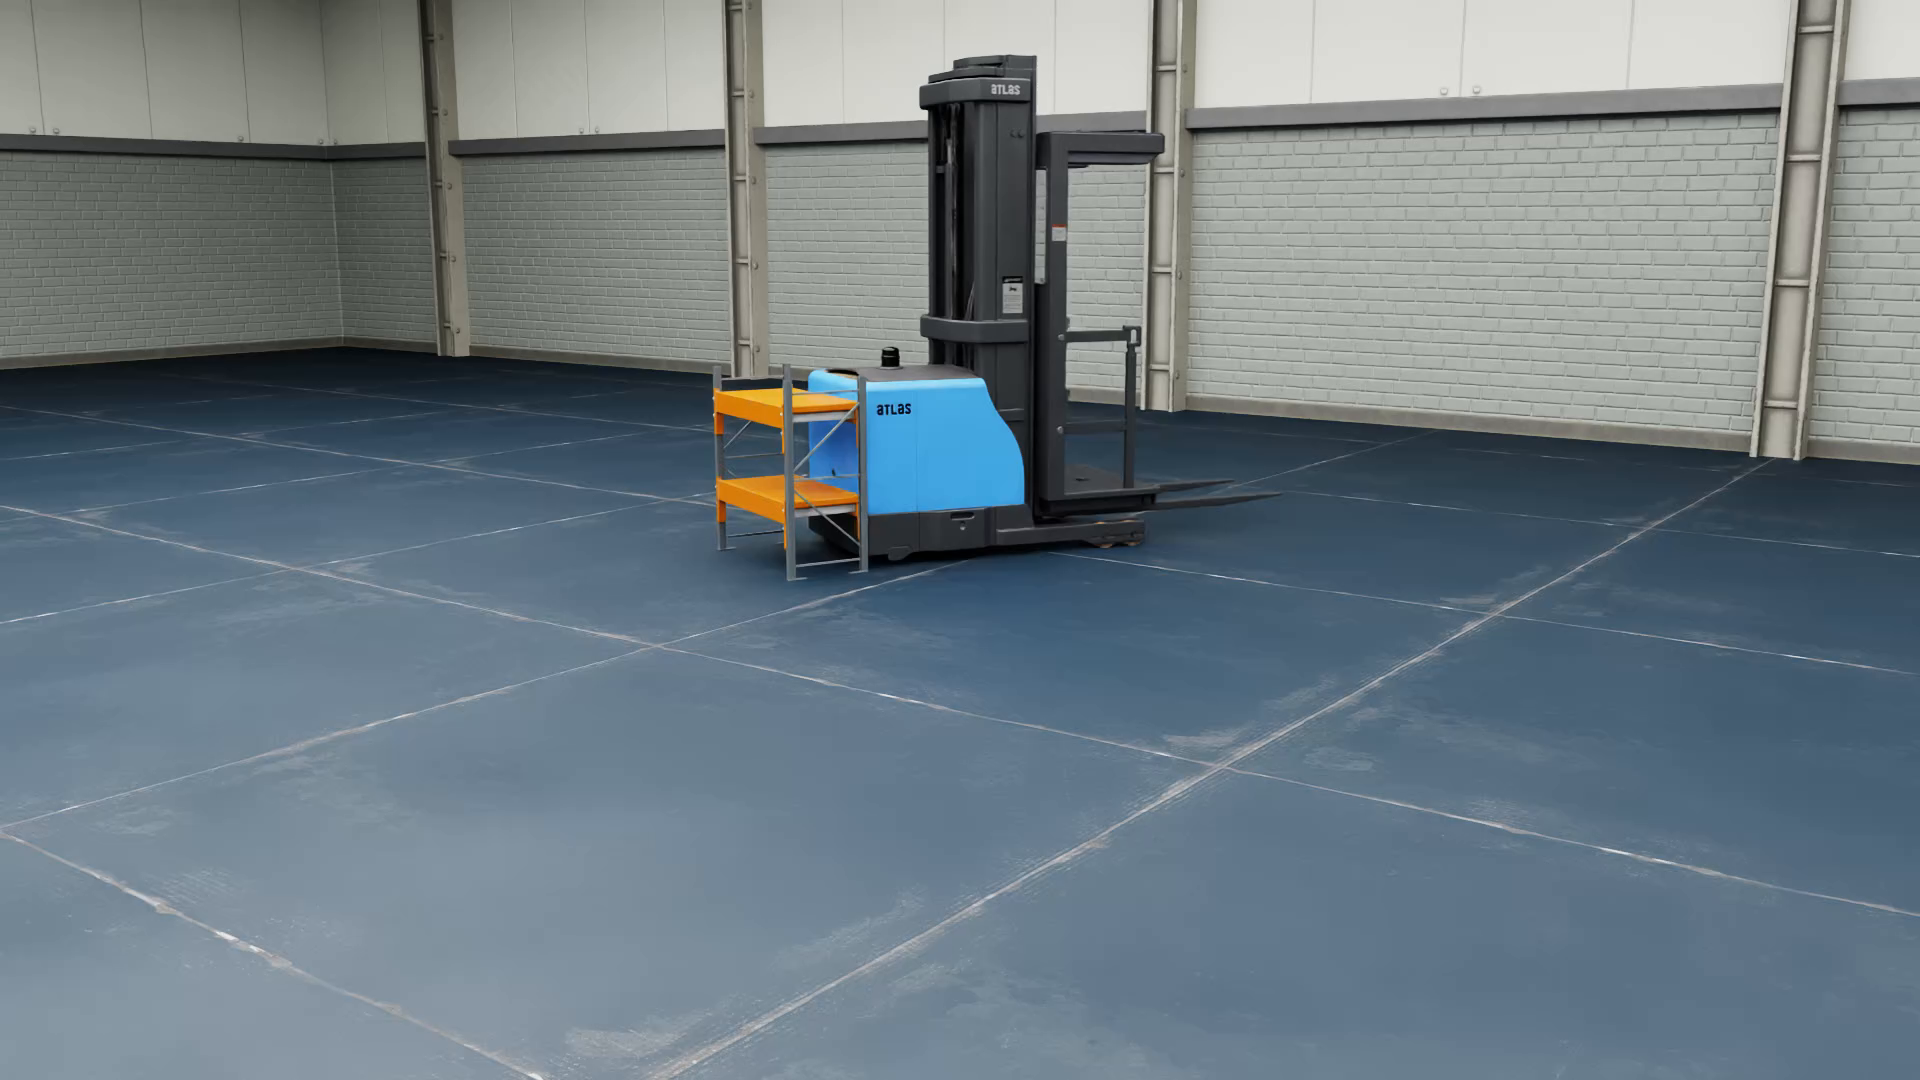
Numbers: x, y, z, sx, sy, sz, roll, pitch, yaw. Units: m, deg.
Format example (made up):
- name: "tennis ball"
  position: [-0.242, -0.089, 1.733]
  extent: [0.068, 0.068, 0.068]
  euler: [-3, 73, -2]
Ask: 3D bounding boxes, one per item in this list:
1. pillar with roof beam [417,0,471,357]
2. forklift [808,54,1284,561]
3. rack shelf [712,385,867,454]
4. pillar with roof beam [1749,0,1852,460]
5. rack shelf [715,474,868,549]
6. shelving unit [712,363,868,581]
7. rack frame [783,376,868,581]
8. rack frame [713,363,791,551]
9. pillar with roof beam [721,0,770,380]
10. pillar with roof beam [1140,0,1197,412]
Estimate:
- name: "pillar with roof beam"
  position: [-10.054, -6.499, 20.432]
  extent: [0.400, 9.000, 9.100]
  euler: [8, 13, 36]
- name: "forklift"
  position: [0.610, -1.474, 10.432]
  extent: [3.031, 2.935, 1.130]
  euler: [-5, 12, -22]
- name: "rack shelf"
  position: [-1.009, -0.718, 9.737]
  extent: [0.538, 0.278, 1.000]
  euler: [-6, 13, -30]
- name: "pillar with roof beam"
  position: [4.454, -4.475, 9.971]
  extent: [0.400, 9.000, 9.100]
  euler: [8, 13, 36]
- name: "rack shelf"
  position: [-1.009, -0.190, 9.839]
  extent: [0.538, 0.278, 1.000]
  euler: [-6, 13, -30]
- name: "shelving unit"
  position: [-1.009, -0.430, 9.793]
  extent: [0.538, 1.125, 1.048]
  euler: [-6, 13, -30]
- name: "rack frame"
  position: [-0.752, -0.347, 9.362]
  extent: [0.500, 1.125, 0.032]
  euler: [-6, 13, -30]
- name: "rack frame"
  position: [-1.266, -0.514, 10.224]
  extent: [0.500, 1.125, 0.032]
  euler: [-6, 13, -30]
- name: "pillar with roof beam"
  position: [-5.218, -5.824, 16.945]
  extent: [0.400, 9.000, 9.100]
  euler: [8, 13, 36]
- name: "pillar with roof beam"
  position: [-0.382, -5.150, 13.458]
  extent: [0.400, 9.000, 9.100]
  euler: [8, 13, 36]
